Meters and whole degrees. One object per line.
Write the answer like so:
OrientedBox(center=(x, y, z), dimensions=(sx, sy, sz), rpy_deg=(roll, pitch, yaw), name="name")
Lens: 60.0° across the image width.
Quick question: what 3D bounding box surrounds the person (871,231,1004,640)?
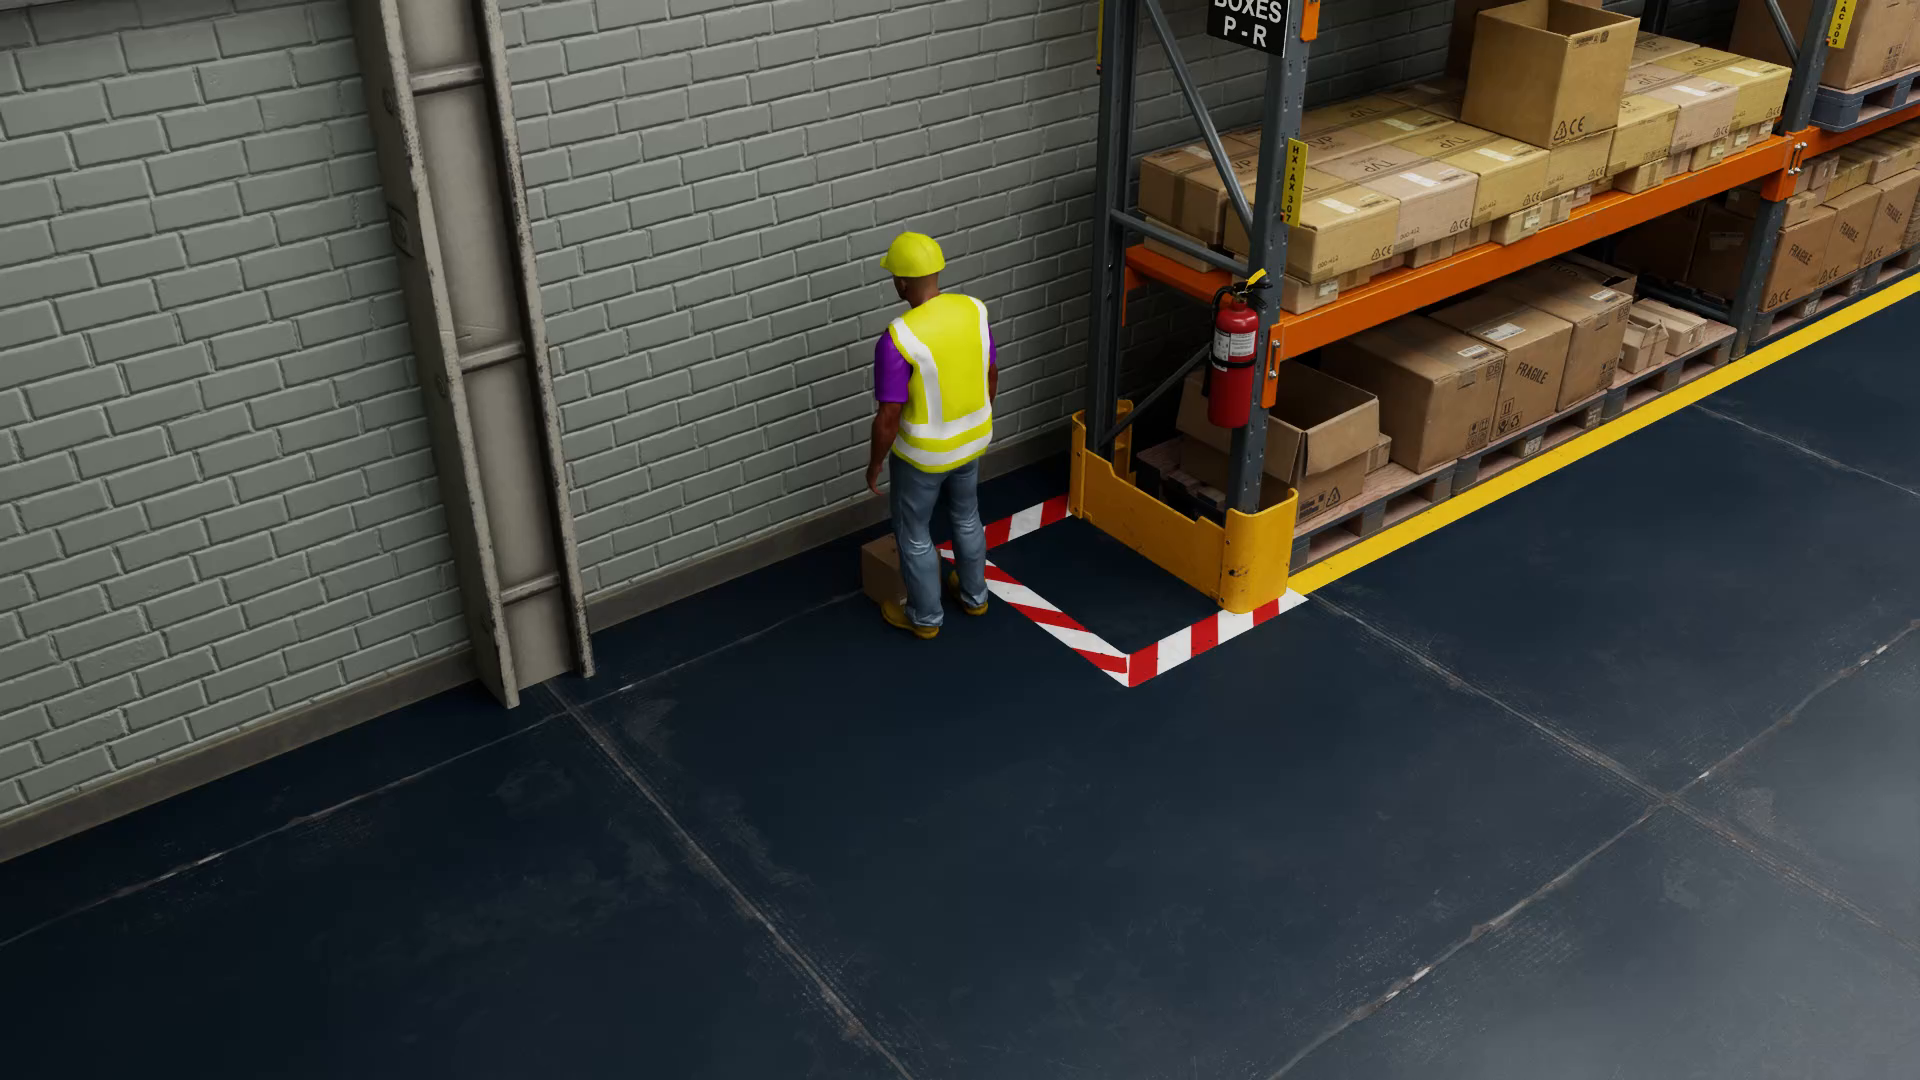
OrientedBox(center=(-0.098, -0.409, 6.778), dimensions=(0.626, 1.757, 0.458), rpy_deg=(-24, 39, -33), name="person")
